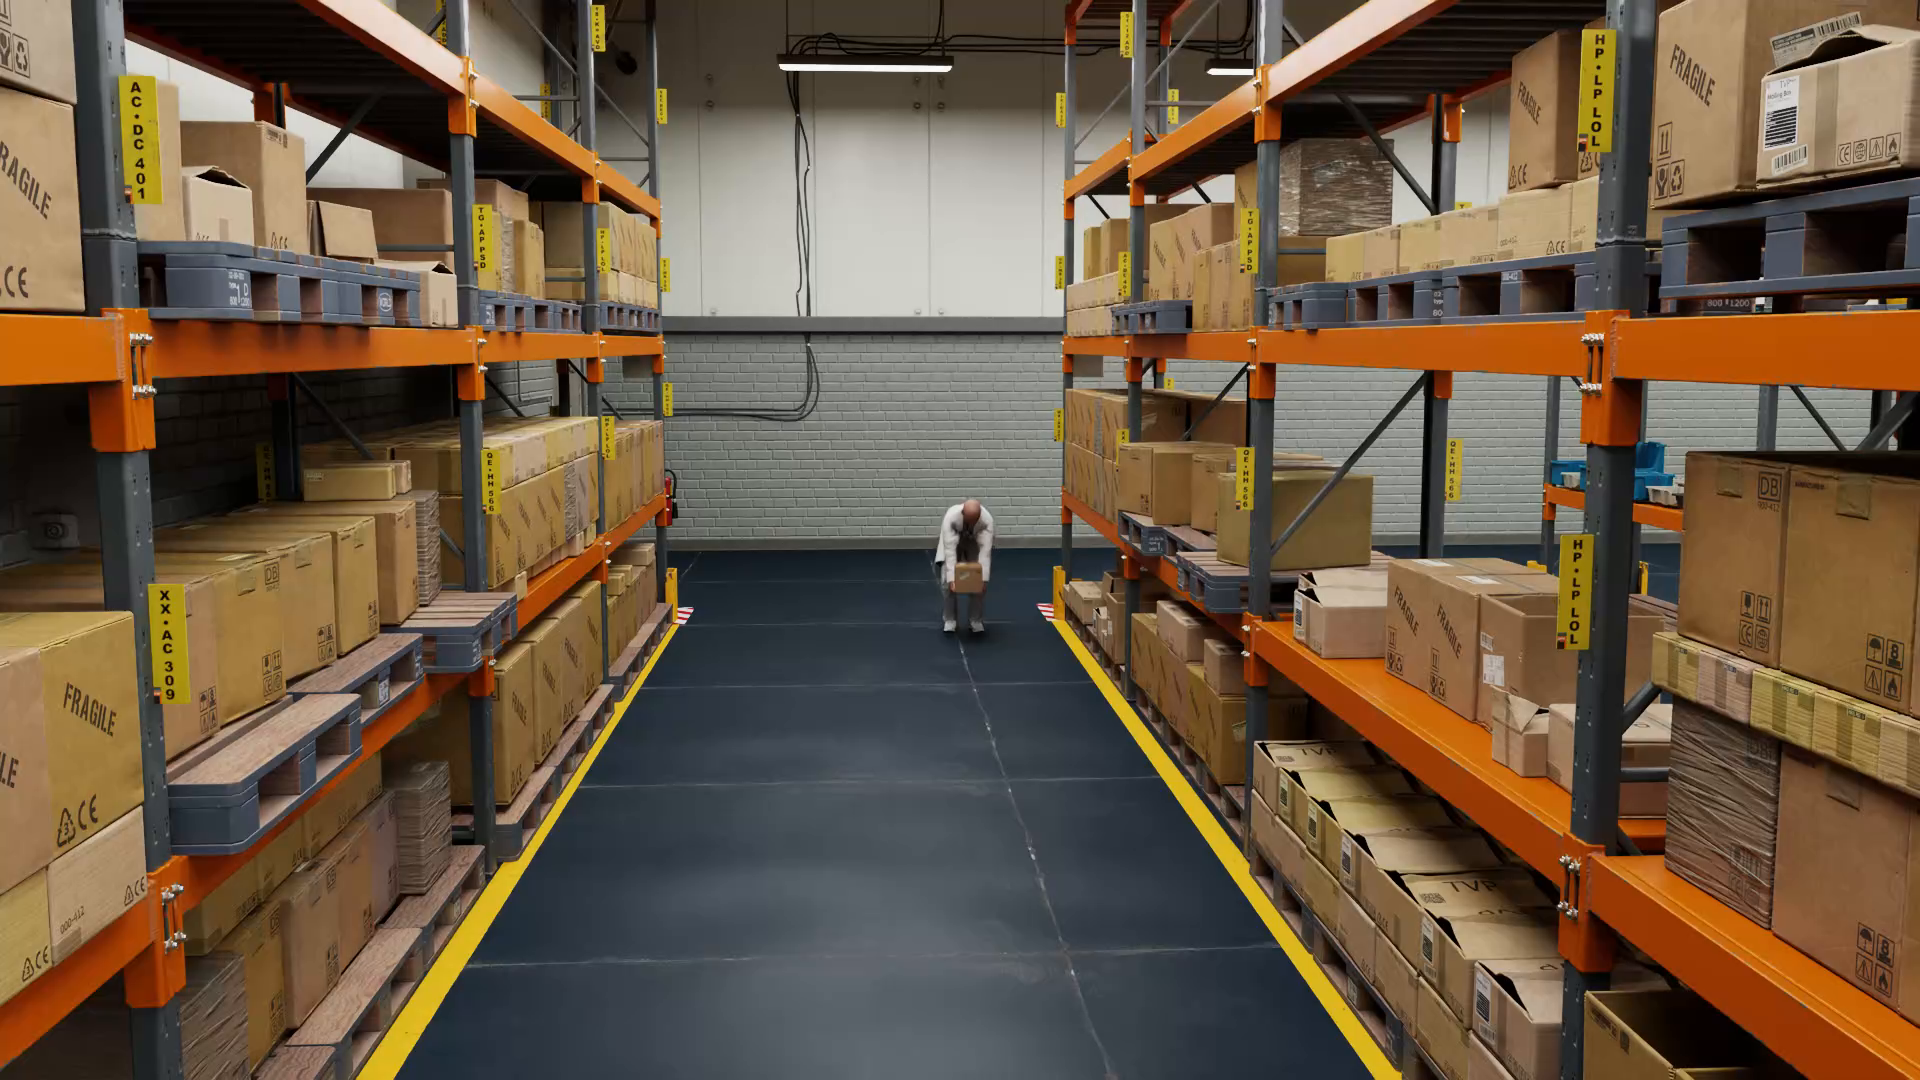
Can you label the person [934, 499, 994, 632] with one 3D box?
[{"bbox_3d":[0.053,0.238,15.768,0.561,1.313,0.900,-1,7,-6],"label":"person"}]
